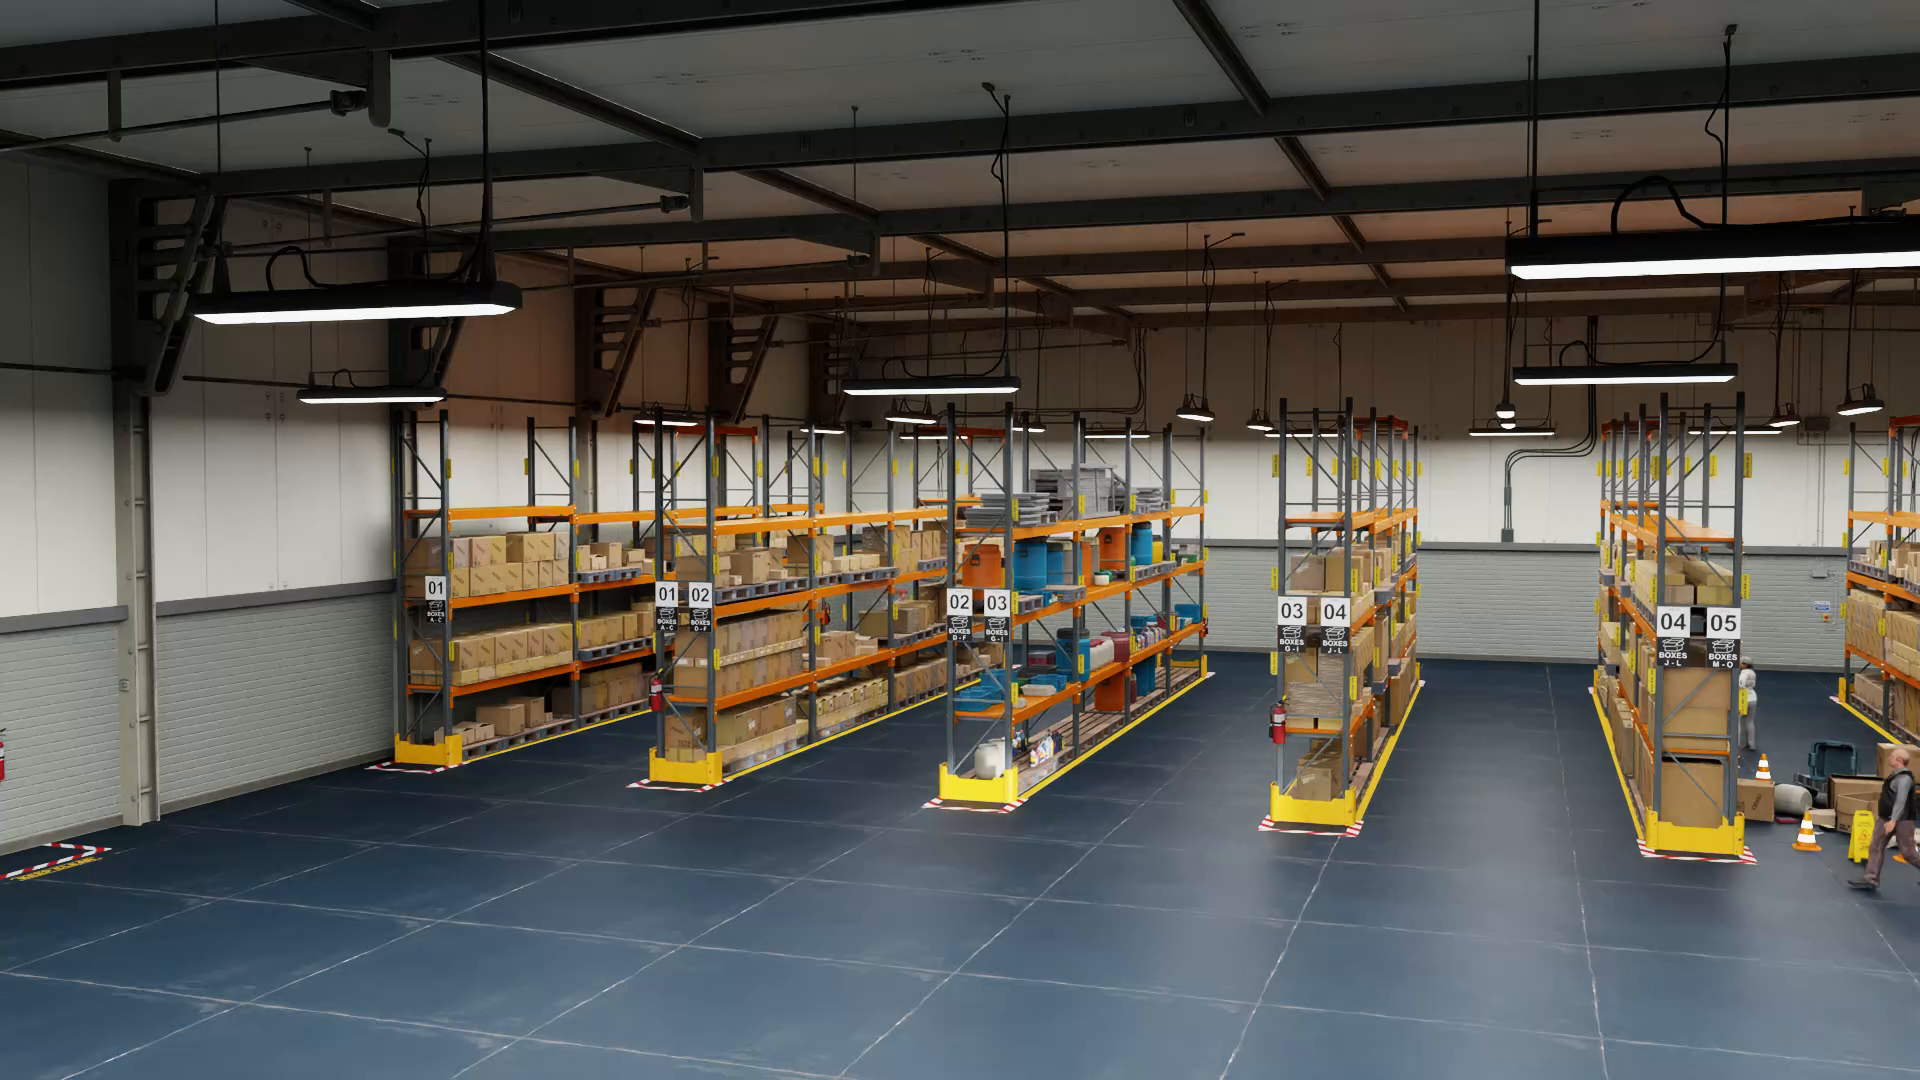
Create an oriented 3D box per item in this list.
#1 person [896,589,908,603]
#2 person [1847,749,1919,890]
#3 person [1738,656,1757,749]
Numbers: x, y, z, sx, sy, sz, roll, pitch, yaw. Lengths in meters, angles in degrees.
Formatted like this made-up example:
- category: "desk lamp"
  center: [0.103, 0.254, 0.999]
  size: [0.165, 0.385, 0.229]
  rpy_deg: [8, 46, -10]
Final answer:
- category: "person"
  center: [-1.551, 2.204, 44.727]
  size: [0.826, 1.751, 0.588]
  rpy_deg: [1, 3, 17]
- category: "person"
  center: [11.105, 3.316, 19.661]
  size: [0.981, 1.696, 0.503]
  rpy_deg: [0, 2, -4]
- category: "person"
  center: [13.960, 2.915, 29.637]
  size: [0.524, 1.683, 0.399]
  rpy_deg: [-1, 3, -18]
